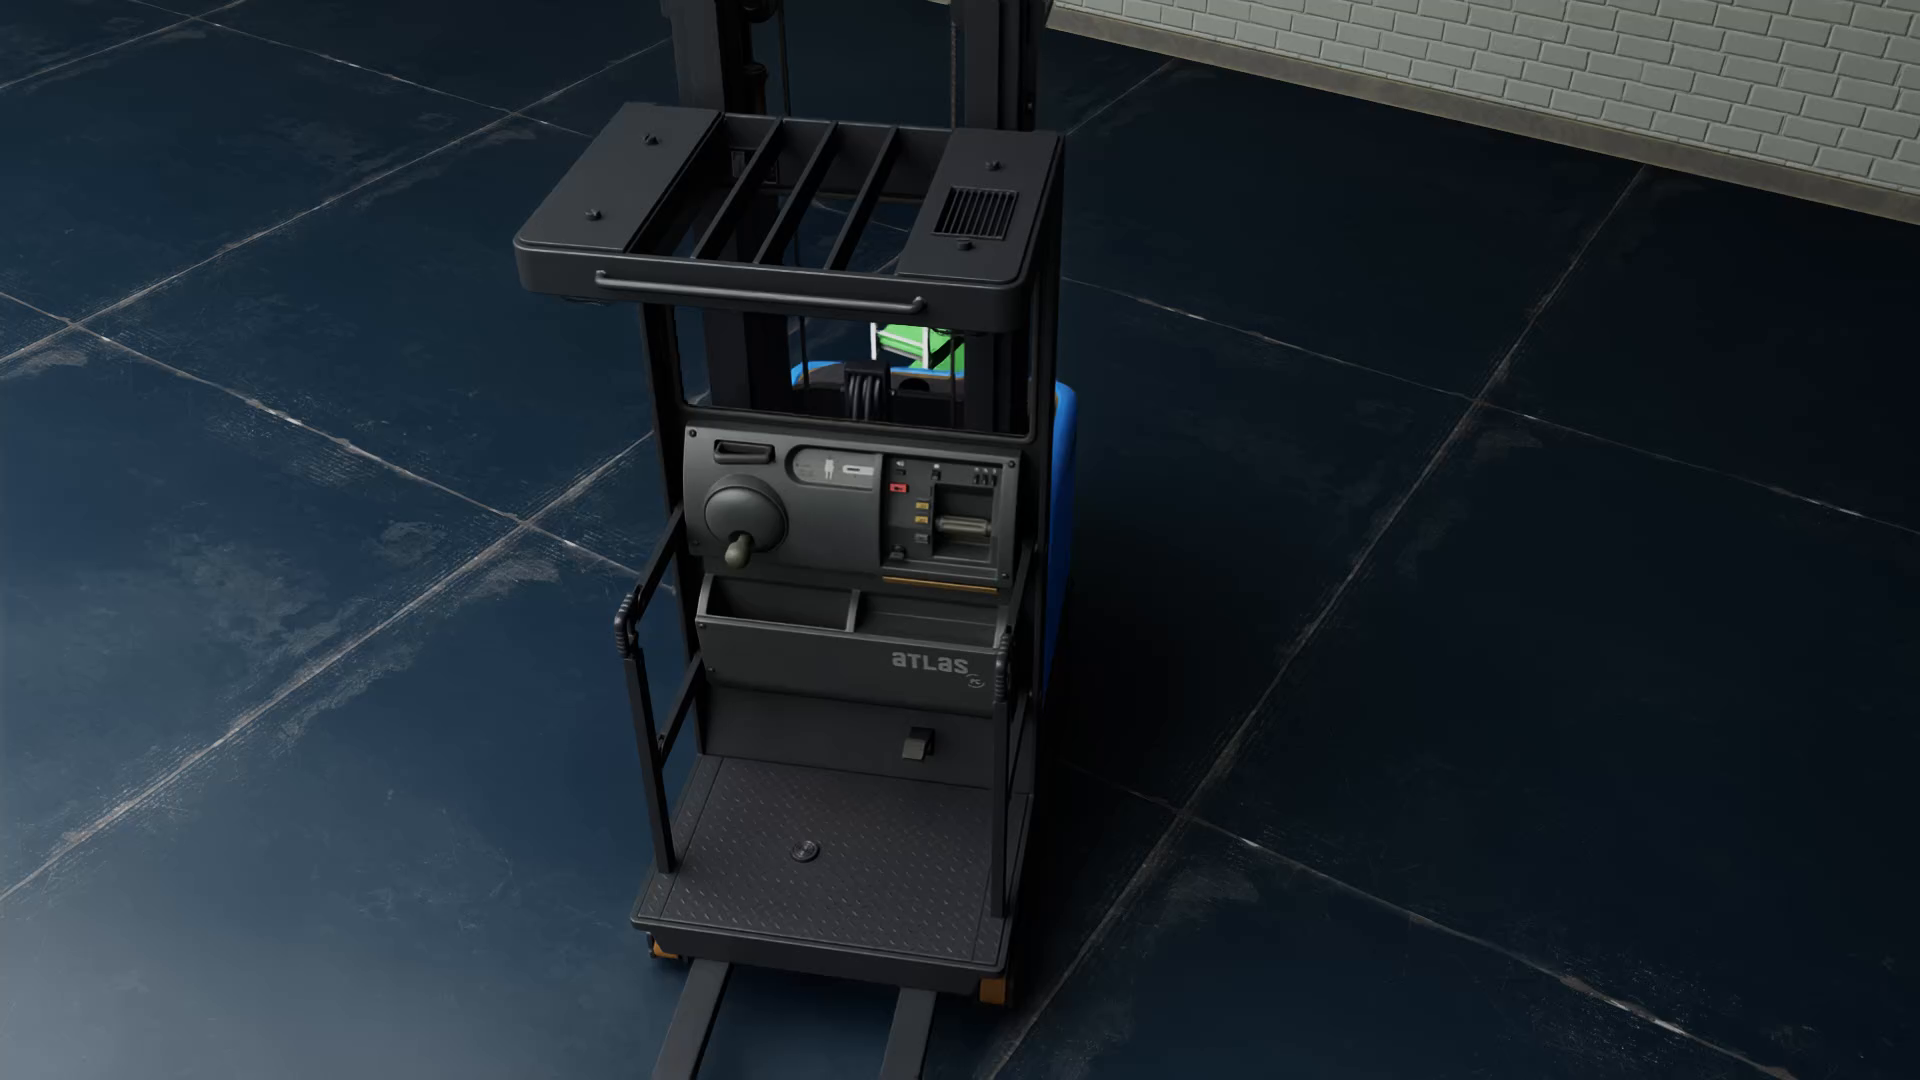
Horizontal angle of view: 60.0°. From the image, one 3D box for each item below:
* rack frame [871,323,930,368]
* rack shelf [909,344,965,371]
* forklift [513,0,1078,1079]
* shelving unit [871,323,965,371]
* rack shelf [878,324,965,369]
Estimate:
[{"bbox_3d":[-0.209,-0.303,6.160,0.240,1.200,0.015,20,42,24],"label":"rack frame"},{"bbox_3d":[-0.082,-0.569,6.217,0.258,0.148,0.480,20,42,24],"label":"rack shelf"},{"bbox_3d":[-0.335,-0.021,4.376,1.130,2.935,3.031,6,38,8],"label":"forklift"},{"bbox_3d":[-0.082,-0.430,6.325,0.258,1.200,0.503,20,42,24],"label":"shelving unit"},{"bbox_3d":[-0.082,-0.759,6.071,0.258,0.148,0.480,20,42,24],"label":"rack shelf"}]
